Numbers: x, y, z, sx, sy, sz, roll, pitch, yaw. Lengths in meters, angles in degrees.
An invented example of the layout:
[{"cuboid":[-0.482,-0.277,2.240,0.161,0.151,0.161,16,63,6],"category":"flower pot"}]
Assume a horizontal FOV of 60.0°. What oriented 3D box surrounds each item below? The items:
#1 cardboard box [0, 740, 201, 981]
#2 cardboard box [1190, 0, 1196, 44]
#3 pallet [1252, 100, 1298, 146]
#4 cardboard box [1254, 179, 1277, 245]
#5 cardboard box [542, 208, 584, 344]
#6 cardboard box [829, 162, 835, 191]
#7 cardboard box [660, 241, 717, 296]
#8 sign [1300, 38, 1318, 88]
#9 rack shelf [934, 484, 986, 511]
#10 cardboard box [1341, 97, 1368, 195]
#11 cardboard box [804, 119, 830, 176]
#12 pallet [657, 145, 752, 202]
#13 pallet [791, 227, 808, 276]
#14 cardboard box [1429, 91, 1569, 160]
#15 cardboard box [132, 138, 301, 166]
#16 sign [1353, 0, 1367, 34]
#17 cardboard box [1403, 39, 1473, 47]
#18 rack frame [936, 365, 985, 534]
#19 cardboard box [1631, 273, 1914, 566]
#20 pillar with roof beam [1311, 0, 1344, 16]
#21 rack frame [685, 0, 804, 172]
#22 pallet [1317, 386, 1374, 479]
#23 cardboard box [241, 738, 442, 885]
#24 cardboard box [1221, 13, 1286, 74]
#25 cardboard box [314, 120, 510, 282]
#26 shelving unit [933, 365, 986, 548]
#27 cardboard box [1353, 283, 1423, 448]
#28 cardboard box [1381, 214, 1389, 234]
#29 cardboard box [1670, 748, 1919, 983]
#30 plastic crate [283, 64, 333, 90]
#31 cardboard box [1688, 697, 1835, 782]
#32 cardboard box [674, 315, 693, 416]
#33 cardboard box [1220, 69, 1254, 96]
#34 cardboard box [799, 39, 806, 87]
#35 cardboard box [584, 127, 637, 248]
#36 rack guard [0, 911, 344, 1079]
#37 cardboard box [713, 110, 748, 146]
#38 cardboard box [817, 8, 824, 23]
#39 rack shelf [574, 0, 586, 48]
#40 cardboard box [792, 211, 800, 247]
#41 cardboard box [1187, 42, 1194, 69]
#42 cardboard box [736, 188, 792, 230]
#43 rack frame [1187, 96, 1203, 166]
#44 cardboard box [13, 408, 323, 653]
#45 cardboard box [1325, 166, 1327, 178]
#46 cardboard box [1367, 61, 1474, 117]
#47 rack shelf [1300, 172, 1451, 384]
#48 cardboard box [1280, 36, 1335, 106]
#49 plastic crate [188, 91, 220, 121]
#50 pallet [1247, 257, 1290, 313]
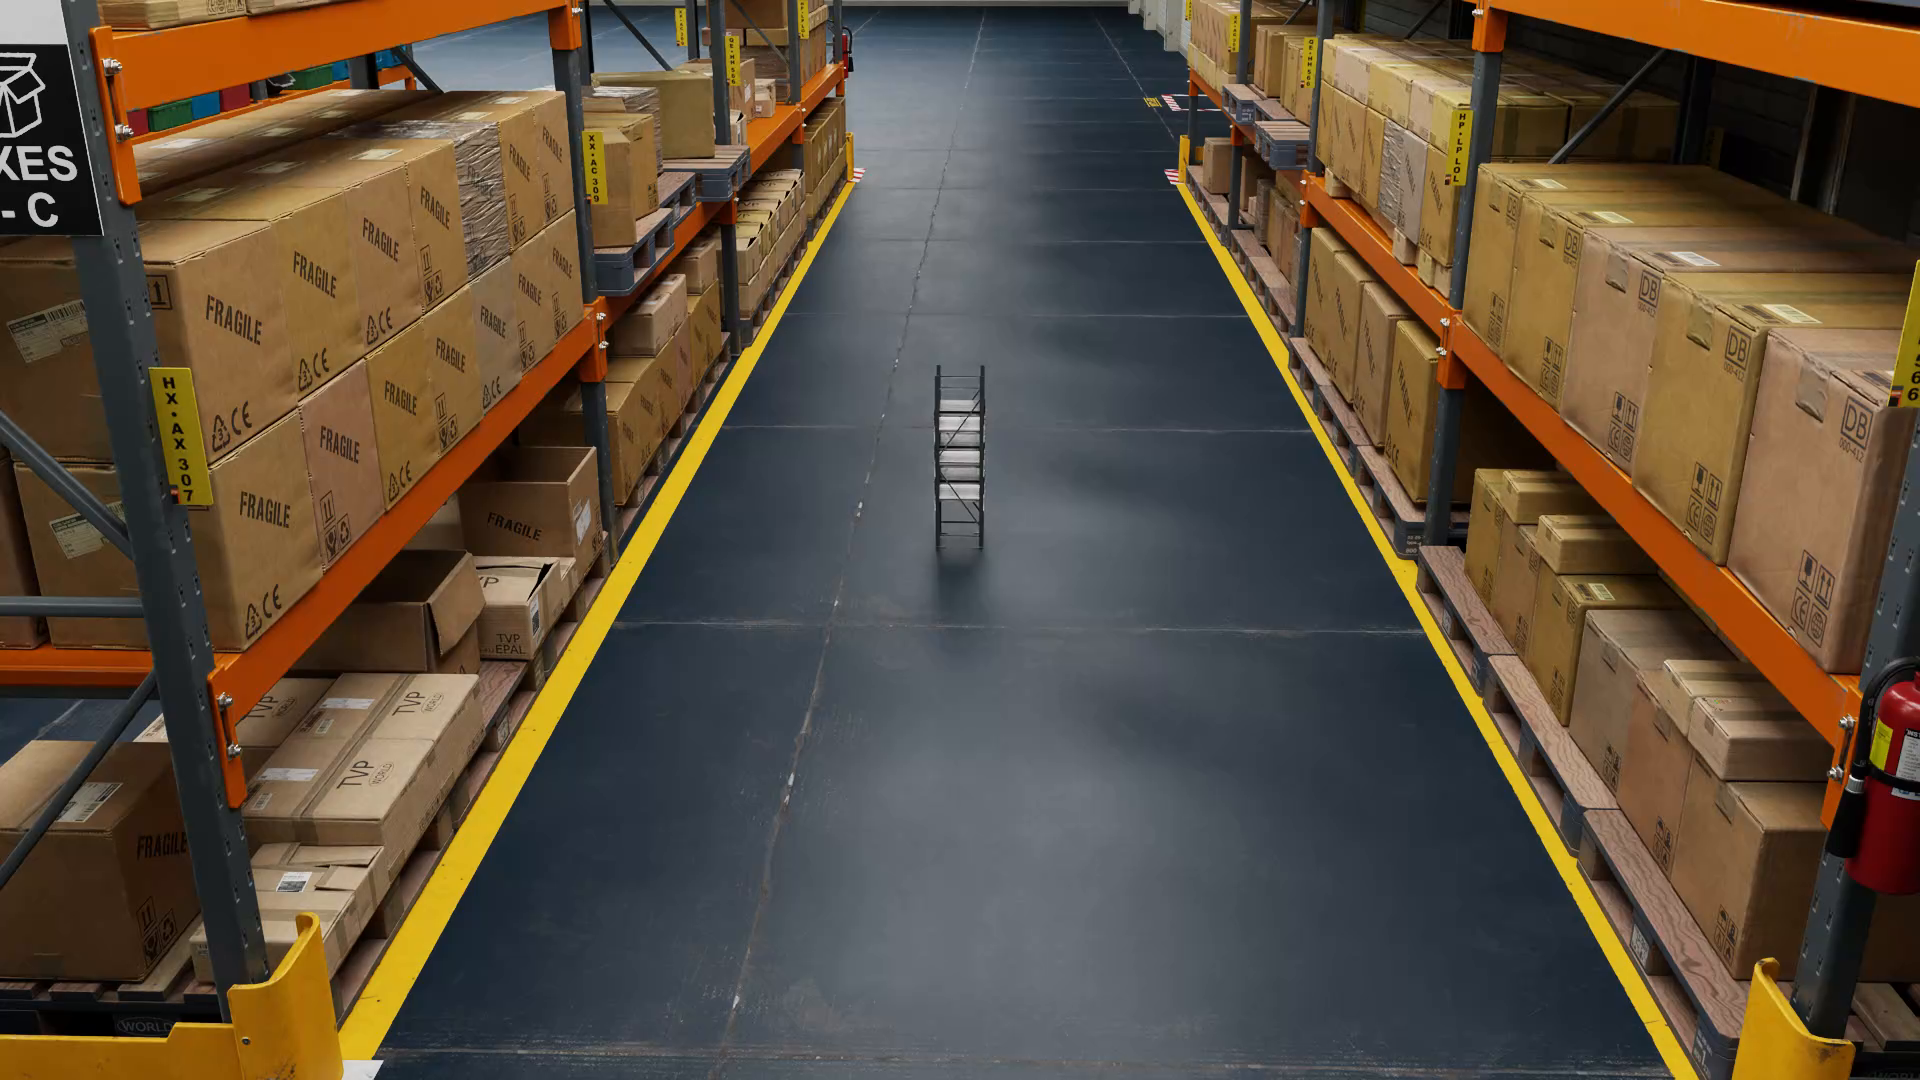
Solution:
[{"cuboid":[-2.549,0.925,4.846,0.500,0.500,0.500,1,21,2],"category":"cardboard box"},{"cuboid":[2.804,-5.688,18.184,0.500,0.500,0.500,1,21,2],"category":"cardboard box"},{"cuboid":[2.895,-3.302,13.158,1.003,0.211,1.213,1,21,2],"category":"pallet"},{"cuboid":[2.991,-2.895,14.691,0.700,0.500,0.500,1,21,3],"category":"cardboard box"},{"cuboid":[-1.956,-1.145,7.196,0.500,0.500,0.500,1,21,3],"category":"cardboard box"},{"cuboid":[-1.587,-3.795,17.385,0.500,0.250,0.500,1,21,2],"category":"cardboard box"},{"cuboid":[-1.867,-1.757,10.721,0.500,0.250,0.500,1,21,4],"category":"cardboard box"},{"cuboid":[2.333,-3.181,11.089,0.100,0.325,0.005,1,21,2],"category":"sign"},{"cuboid":[0.000,-0.218,8.436,0.258,0.077,0.200,1,21,2],"category":"rack shelf"},{"cuboid":[2.564,-2.329,9.807,0.500,0.500,0.500,1,21,1],"category":"cardboard box"},{"cuboid":[-1.597,-3.964,16.783,0.500,0.500,0.500,1,21,2],"category":"cardboard box"},{"cuboid":[-2.026,-2.393,10.816,1.213,0.211,1.003,1,21,2],"category":"pallet"},{"cuboid":[-1.938,-2.608,14.959,1.003,0.211,1.213,1,21,2],"category":"pallet"},{"cuboid":[2.512,-1.945,7.782,0.500,0.250,0.500,1,21,3],"category":"cardboard box"},{"cuboid":[-2.539,-1.069,5.616,0.500,0.500,0.500,1,21,3],"category":"cardboard box"},{"cuboid":[3.552,-4.657,14.783,0.100,0.325,0.005,1,21,2],"category":"sign"},{"cuboid":[3.121,-3.053,10.637,0.500,0.250,0.500,1,21,3],"category":"cardboard box"},{"cuboid":[0.003,-0.453,8.453,0.240,0.900,0.006,1,21,2],"category":"rack frame"},{"cuboid":[2.649,-0.370,4.922,0.980,0.700,0.700,0,21,1],"category":"cardboard box"},{"cuboid":[-0.341,-8.150,17.093,9.100,9.000,0.400,1,21,2],"category":"pillar with roof beam"},{"cuboid":[-1.954,-4.175,15.142,1.000,3.000,0.127,1,21,2],"category":"rack frame"},{"cuboid":[2.736,-0.651,9.916,1.003,0.211,1.213,1,21,2],"category":"pallet"},{"cuboid":[-2.004,0.866,5.342,0.500,0.250,0.500,1,21,2],"category":"cardboard box"},{"cuboid":[2.703,-4.585,15.342,0.500,0.500,0.500,1,21,1],"category":"cardboard box"},{"cuboid":[-1.983,-1.242,6.063,0.500,0.500,0.500,1,21,2],"category":"cardboard box"},{"cuboid":[0.000,-0.417,8.359,0.258,0.900,0.210,1,21,2],"category":"shelving unit"},{"cuboid":[2.668,-0.981,9.301,0.750,0.750,0.750,1,21,3],"category":"cardboard box"},{"cuboid":[2.583,-1.802,9.345,0.380,0.149,0.250,1,21,3],"category":"cardboard box"},{"cuboid":[2.554,0.932,4.854,0.700,0.500,0.500,1,21,2],"category":"cardboard box"},{"cuboid":[-6.582,-4.620,16.581,0.450,0.188,0.662,1,21,2],"category":"plastic crate"},{"cuboid":[2.375,0.582,4.862,0.380,0.149,0.250,0,21,1],"category":"cardboard box"},{"cuboid":[-1.896,-1.051,9.938,0.500,0.500,0.500,0,21,0],"category":"cardboard box"},{"cuboid":[2.709,-4.236,15.479,0.500,0.250,0.500,1,21,2],"category":"cardboard box"},{"cuboid":[-1.918,-4.754,16.497,0.700,0.500,0.500,1,21,2],"category":"cardboard box"},{"cuboid":[-1.960,-1.694,8.028,0.700,0.500,0.500,-7,22,-17],"category":"cardboard box"},{"cuboid":[-2.317,1.302,4.483,1.175,0.500,0.348,1,21,2],"category":"rack guard"},{"cuboid":[-1.855,-3.008,12.259,0.500,0.311,0.500,0,21,1],"category":"cardboard box"},{"cuboid":[-1.668,-5.643,17.890,0.380,0.149,0.250,0,21,1],"category":"cardboard box"},{"cuboid":[-2.137,-3.069,9.138,1.077,0.370,4.000,1,21,2],"category":"rack shelf"},{"cuboid":[-1.694,-2.753,14.698,0.500,0.250,0.500,0,21,1],"category":"cardboard box"},{"cuboid":[2.787,-5.334,18.310,0.500,0.250,0.500,0,21,0],"category":"cardboard box"},{"cuboid":[-1.707,-2.832,14.127,0.500,0.311,0.500,1,21,1],"category":"cardboard box"},{"cuboid":[3.119,-5.568,18.732,1.000,3.000,0.127,1,21,2],"category":"rack frame"},{"cuboid":[-2.042,-0.040,4.348,0.500,0.500,0.500,1,21,3],"category":"cardboard box"},{"cuboid":[2.634,-2.451,11.019,0.380,0.149,0.250,0,21,1],"category":"cardboard box"},{"cuboid":[2.568,-2.499,9.208,0.500,0.250,0.500,0,21,1],"category":"cardboard box"},{"cuboid":[2.815,-1.617,9.544,1.077,0.370,4.000,1,21,2],"category":"rack shelf"},{"cuboid":[2.935,-3.749,13.299,0.700,0.500,0.500,4,21,9],"category":"cardboard box"},{"cuboid":[-6.628,-3.821,14.252,0.392,0.384,0.575,1,21,2],"category":"plastic crate"},{"cuboid":[2.941,-2.098,13.644,1.003,0.211,1.213,1,21,2],"category":"pallet"}]
